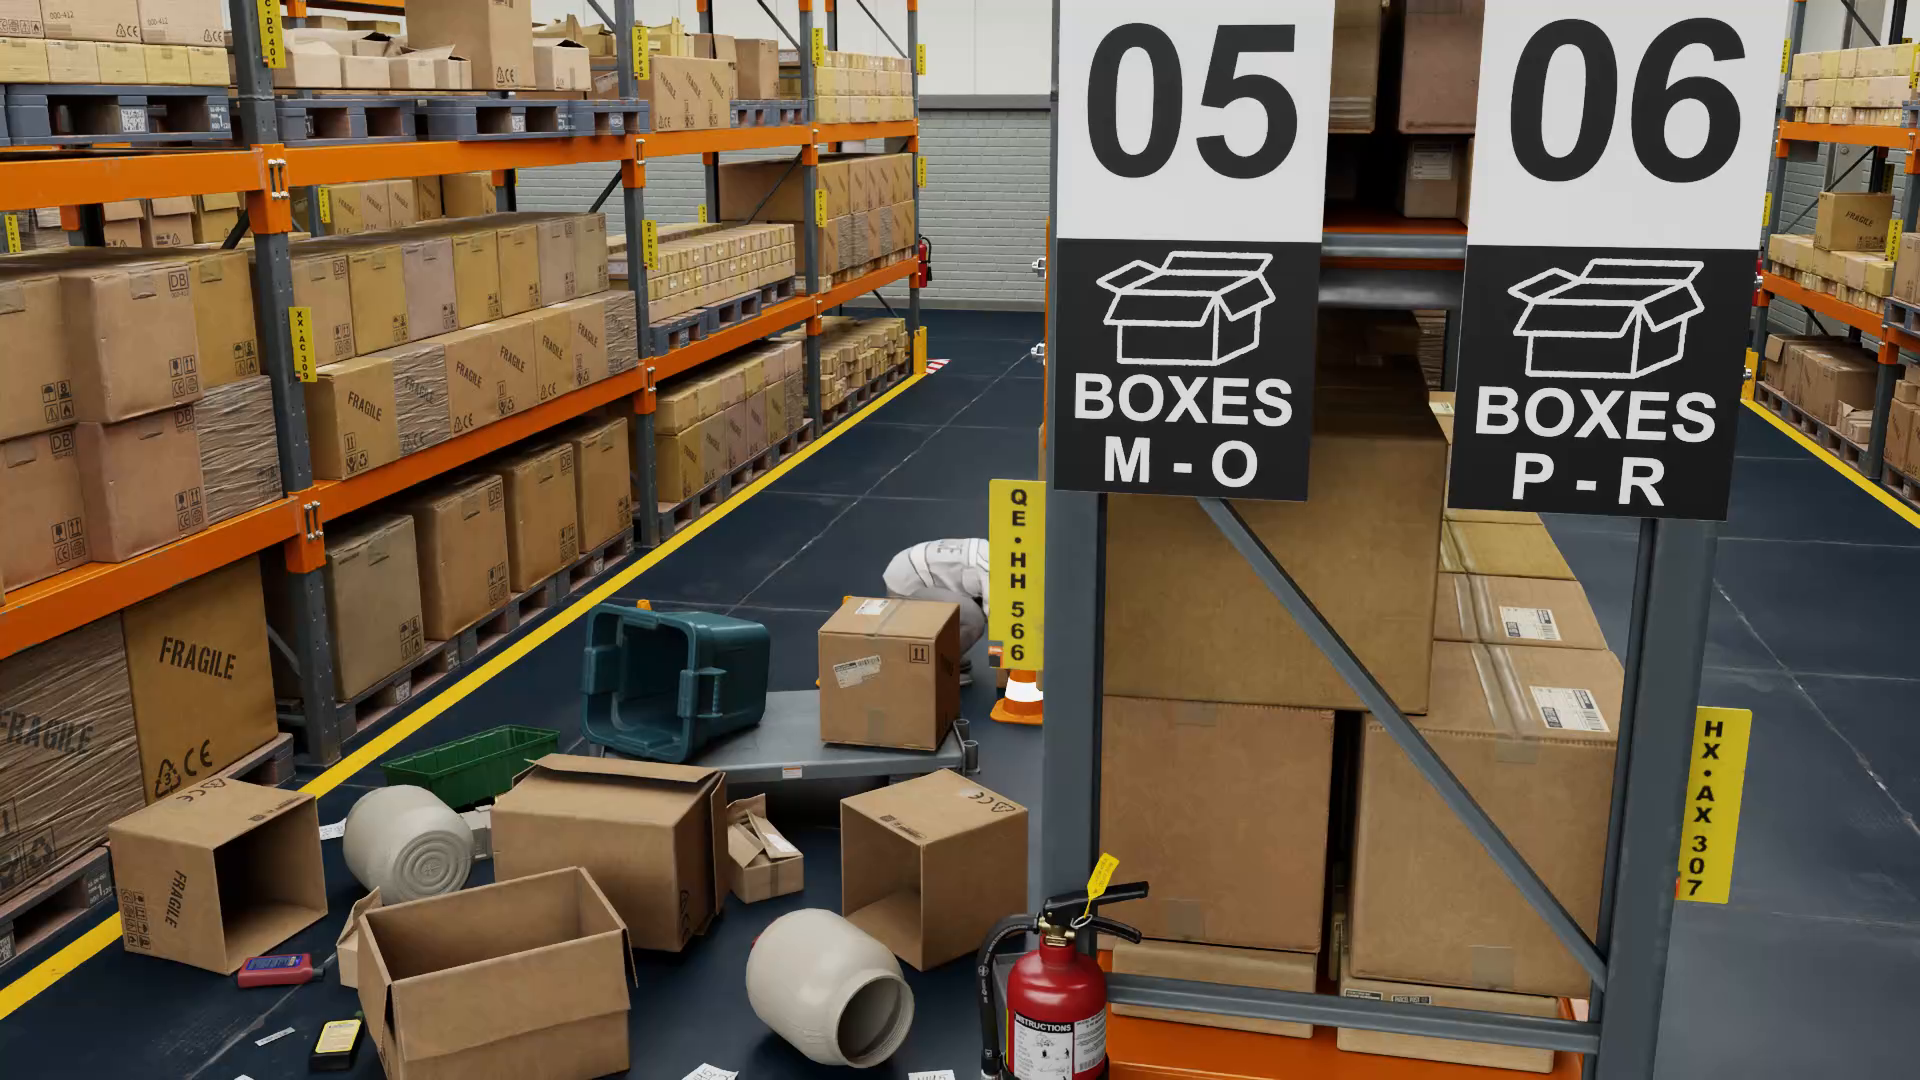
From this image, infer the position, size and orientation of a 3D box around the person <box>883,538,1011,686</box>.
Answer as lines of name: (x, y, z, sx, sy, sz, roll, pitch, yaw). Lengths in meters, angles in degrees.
person: (0.059, 0.379, 8.876, 0.928, 0.777, 0.453, 3, 15, 10)
